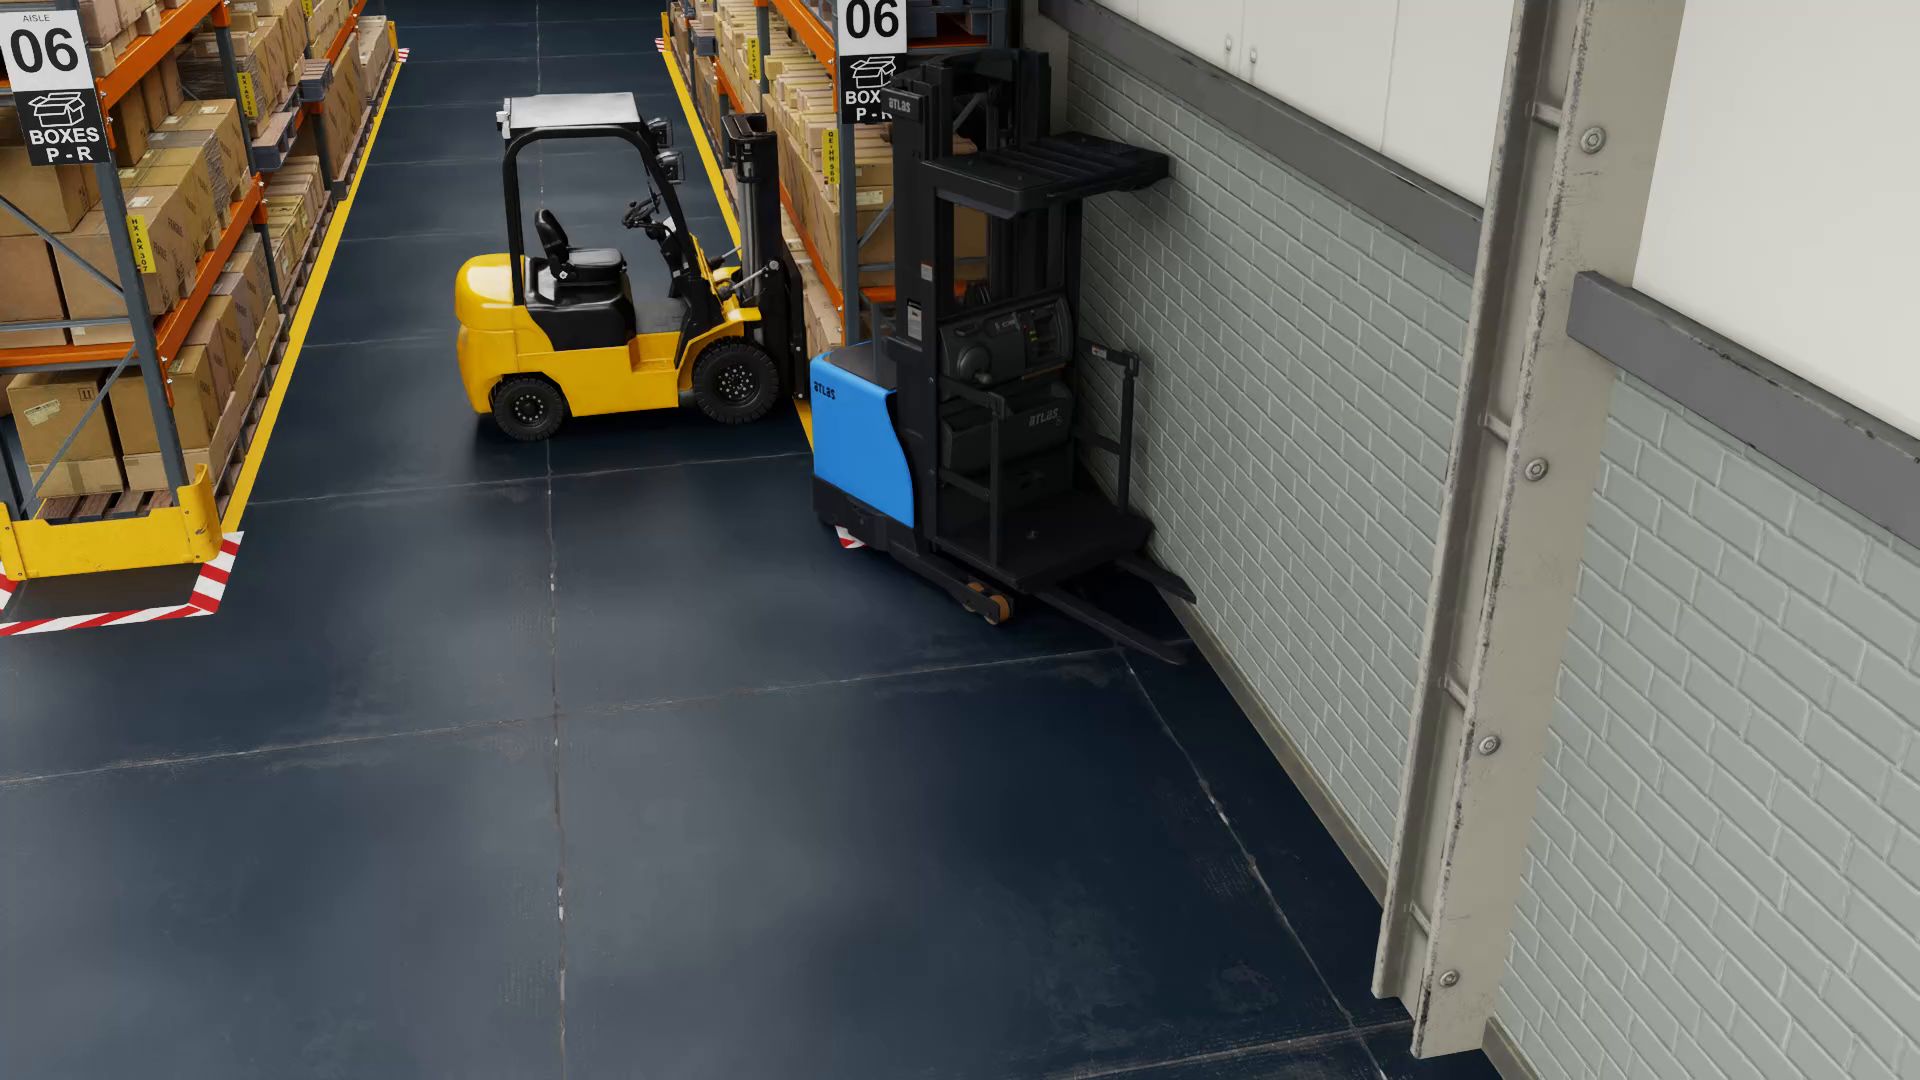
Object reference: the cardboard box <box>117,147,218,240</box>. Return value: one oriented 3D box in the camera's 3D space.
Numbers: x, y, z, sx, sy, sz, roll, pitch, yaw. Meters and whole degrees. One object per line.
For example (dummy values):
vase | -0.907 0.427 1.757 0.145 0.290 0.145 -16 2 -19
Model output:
cardboard box | -5.261 -2.282 11.001 0.500 0.500 0.500 -7 28 -13

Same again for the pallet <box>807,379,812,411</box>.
pallet | -0.715 -1.322 12.635 1.003 0.211 1.213 -6 27 -12

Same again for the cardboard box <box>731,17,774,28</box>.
cardboard box | -1.947 -4.812 15.623 0.380 0.149 0.250 -5 27 -11

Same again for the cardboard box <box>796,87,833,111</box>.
cardboard box | -0.982 -3.196 12.093 0.380 0.149 0.250 -6 27 -12

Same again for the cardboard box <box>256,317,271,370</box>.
cardboard box | -5.442 -1.446 12.372 0.500 0.250 0.500 -7 28 -13

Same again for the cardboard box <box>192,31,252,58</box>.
cardboard box | -5.729 -3.848 12.918 0.380 0.149 0.250 -6 27 -12

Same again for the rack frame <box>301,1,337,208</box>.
rack frame | -6.869 -4.707 16.247 1.000 3.000 0.127 -6 27 -12

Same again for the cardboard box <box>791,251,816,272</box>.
cardboard box | -0.989 -1.945 12.250 0.500 0.250 0.500 -7 28 -13

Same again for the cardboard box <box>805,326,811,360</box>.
cardboard box | -0.884 -1.512 11.947 0.500 0.250 0.500 -7 28 -13

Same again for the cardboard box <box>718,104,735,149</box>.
cardboard box | -2.338 -4.448 18.042 0.500 0.500 0.500 -5 27 -10

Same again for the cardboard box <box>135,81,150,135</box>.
cardboard box | -5.899 -2.910 11.136 0.700 0.500 0.500 -7 28 -13

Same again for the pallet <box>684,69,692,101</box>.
pallet | -3.089 -6.026 21.954 1.003 0.211 1.213 -6 27 -12

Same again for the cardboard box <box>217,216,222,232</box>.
cardboard box | -5.337 -2.168 11.495 0.380 0.149 0.250 -6 27 -13

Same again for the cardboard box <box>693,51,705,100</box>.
cardboard box | -3.045 -5.805 20.731 0.500 0.500 0.500 -5 27 -9

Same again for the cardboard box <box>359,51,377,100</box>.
cardboard box | -7.807 -5.793 20.777 0.875 0.438 0.875 -6 27 -12

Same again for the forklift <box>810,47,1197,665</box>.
forklift | 0.403 -1.092 9.160 1.130 2.935 3.031 -21 33 -35

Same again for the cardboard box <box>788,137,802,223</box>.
cardboard box | -0.945 -2.608 11.977 0.500 0.500 0.500 -6 27 -11

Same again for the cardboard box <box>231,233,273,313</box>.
cardboard box | -5.572 -2.014 12.664 0.500 0.500 0.500 -6 27 -12

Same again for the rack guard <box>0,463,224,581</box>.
rack guard | -5.083 -0.113 9.918 1.175 0.500 0.348 -6 27 -12

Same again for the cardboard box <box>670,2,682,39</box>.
cardboard box | -3.791 -7.520 24.124 0.797 0.503 0.637 -7 28 -14

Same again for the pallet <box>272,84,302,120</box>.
pallet | -6.383 -3.757 14.577 1.003 0.211 1.213 -6 27 -12

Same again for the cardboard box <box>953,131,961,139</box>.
cardboard box | -0.198 -2.570 10.852 0.380 0.149 0.250 -5 27 -11

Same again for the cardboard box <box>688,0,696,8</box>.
cardboard box | -2.750 -6.394 19.012 0.700 0.500 0.500 -6 27 -12

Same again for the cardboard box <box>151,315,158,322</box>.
cardboard box | -5.011 -1.363 9.900 0.380 0.149 0.250 -6 27 -11

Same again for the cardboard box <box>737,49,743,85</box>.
cardboard box | -1.724 -4.253 14.959 0.500 0.250 0.500 -5 27 -11

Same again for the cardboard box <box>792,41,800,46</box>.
cardboard box | -1.328 -4.534 15.516 0.500 0.250 0.500 -6 27 -13

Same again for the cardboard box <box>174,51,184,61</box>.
cardboard box | -6.295 -3.496 12.940 0.500 0.500 0.500 -6 27 -13

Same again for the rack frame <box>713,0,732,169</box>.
rack frame | -2.033 -5.213 17.249 1.000 3.000 0.127 -6 27 -12

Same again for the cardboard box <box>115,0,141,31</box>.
cardboard box | -5.024 -3.070 9.511 0.500 0.250 0.500 -6 27 -12

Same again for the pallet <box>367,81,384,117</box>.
pallet | -7.865 -5.560 21.032 1.003 0.211 1.213 -6 27 -12

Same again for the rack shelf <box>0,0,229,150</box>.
rack shelf | -5.516 -3.091 10.515 1.077 0.370 4.000 -6 27 -12

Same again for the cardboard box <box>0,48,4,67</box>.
cardboard box | -5.507 -2.656 9.134 0.380 0.149 0.250 -6 27 -11

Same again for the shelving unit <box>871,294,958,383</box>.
shelving unit | -0.362 -0.928 10.292 0.538 1.500 1.048 -7 27 -11

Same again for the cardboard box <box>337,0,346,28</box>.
cardboard box | -7.310 -6.001 18.977 0.500 0.250 0.500 -6 27 -12

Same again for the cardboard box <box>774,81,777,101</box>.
cardboard box | -1.257 -3.511 13.046 0.380 0.149 0.250 -5 27 -10

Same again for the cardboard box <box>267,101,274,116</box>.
cardboard box | -5.987 -3.646 13.957 0.380 0.149 0.250 -6 27 -11

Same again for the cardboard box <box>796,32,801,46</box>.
cardboard box | -1.300 -4.641 15.286 0.380 0.149 0.250 -6 27 -11

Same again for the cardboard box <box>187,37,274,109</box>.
cardboard box | -5.907 -3.771 13.485 0.500 0.500 0.500 -6 27 -11

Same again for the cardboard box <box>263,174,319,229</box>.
cardboard box | -6.577 -3.149 15.611 0.950 0.372 0.625 -6 27 -13

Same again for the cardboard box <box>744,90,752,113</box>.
cardboard box | -1.619 -3.805 14.626 0.500 0.250 0.500 -6 27 -12

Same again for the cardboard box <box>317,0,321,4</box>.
cardboard box | -6.964 -5.885 17.360 0.500 0.500 0.500 -5 27 -10

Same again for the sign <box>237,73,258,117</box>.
sign | -5.440 -3.396 12.689 0.100 0.325 0.005 -6 27 -12

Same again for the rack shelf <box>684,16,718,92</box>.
rack shelf | -2.484 -5.770 19.151 1.077 0.370 4.000 -6 27 -12

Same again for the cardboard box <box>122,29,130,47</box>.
cardboard box | -5.077 -2.933 9.682 0.380 0.149 0.250 -6 27 -12

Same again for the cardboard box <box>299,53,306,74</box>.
cardboard box | -6.334 -4.446 15.543 0.380 0.149 0.250 -6 27 -12

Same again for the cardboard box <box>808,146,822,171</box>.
cardboard box | -0.818 -2.611 11.262 0.380 0.149 0.250 -7 28 -13

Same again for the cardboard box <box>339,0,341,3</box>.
cardboard box | -7.314 -6.232 18.880 0.500 0.250 0.500 -5 27 -10

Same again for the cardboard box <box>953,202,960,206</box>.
cardboard box | -0.054 -2.210 10.470 0.380 0.149 0.250 -7 28 -13

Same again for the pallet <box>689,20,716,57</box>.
pallet | -2.255 -5.418 17.868 1.213 0.211 1.003 -6 27 -12

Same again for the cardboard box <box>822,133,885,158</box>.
cardboard box | -0.688 -2.521 10.755 0.380 0.149 0.250 -5 27 -10

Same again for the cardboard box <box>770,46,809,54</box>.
cardboard box | -1.505 -4.143 14.298 0.380 0.149 0.250 -6 27 -12
